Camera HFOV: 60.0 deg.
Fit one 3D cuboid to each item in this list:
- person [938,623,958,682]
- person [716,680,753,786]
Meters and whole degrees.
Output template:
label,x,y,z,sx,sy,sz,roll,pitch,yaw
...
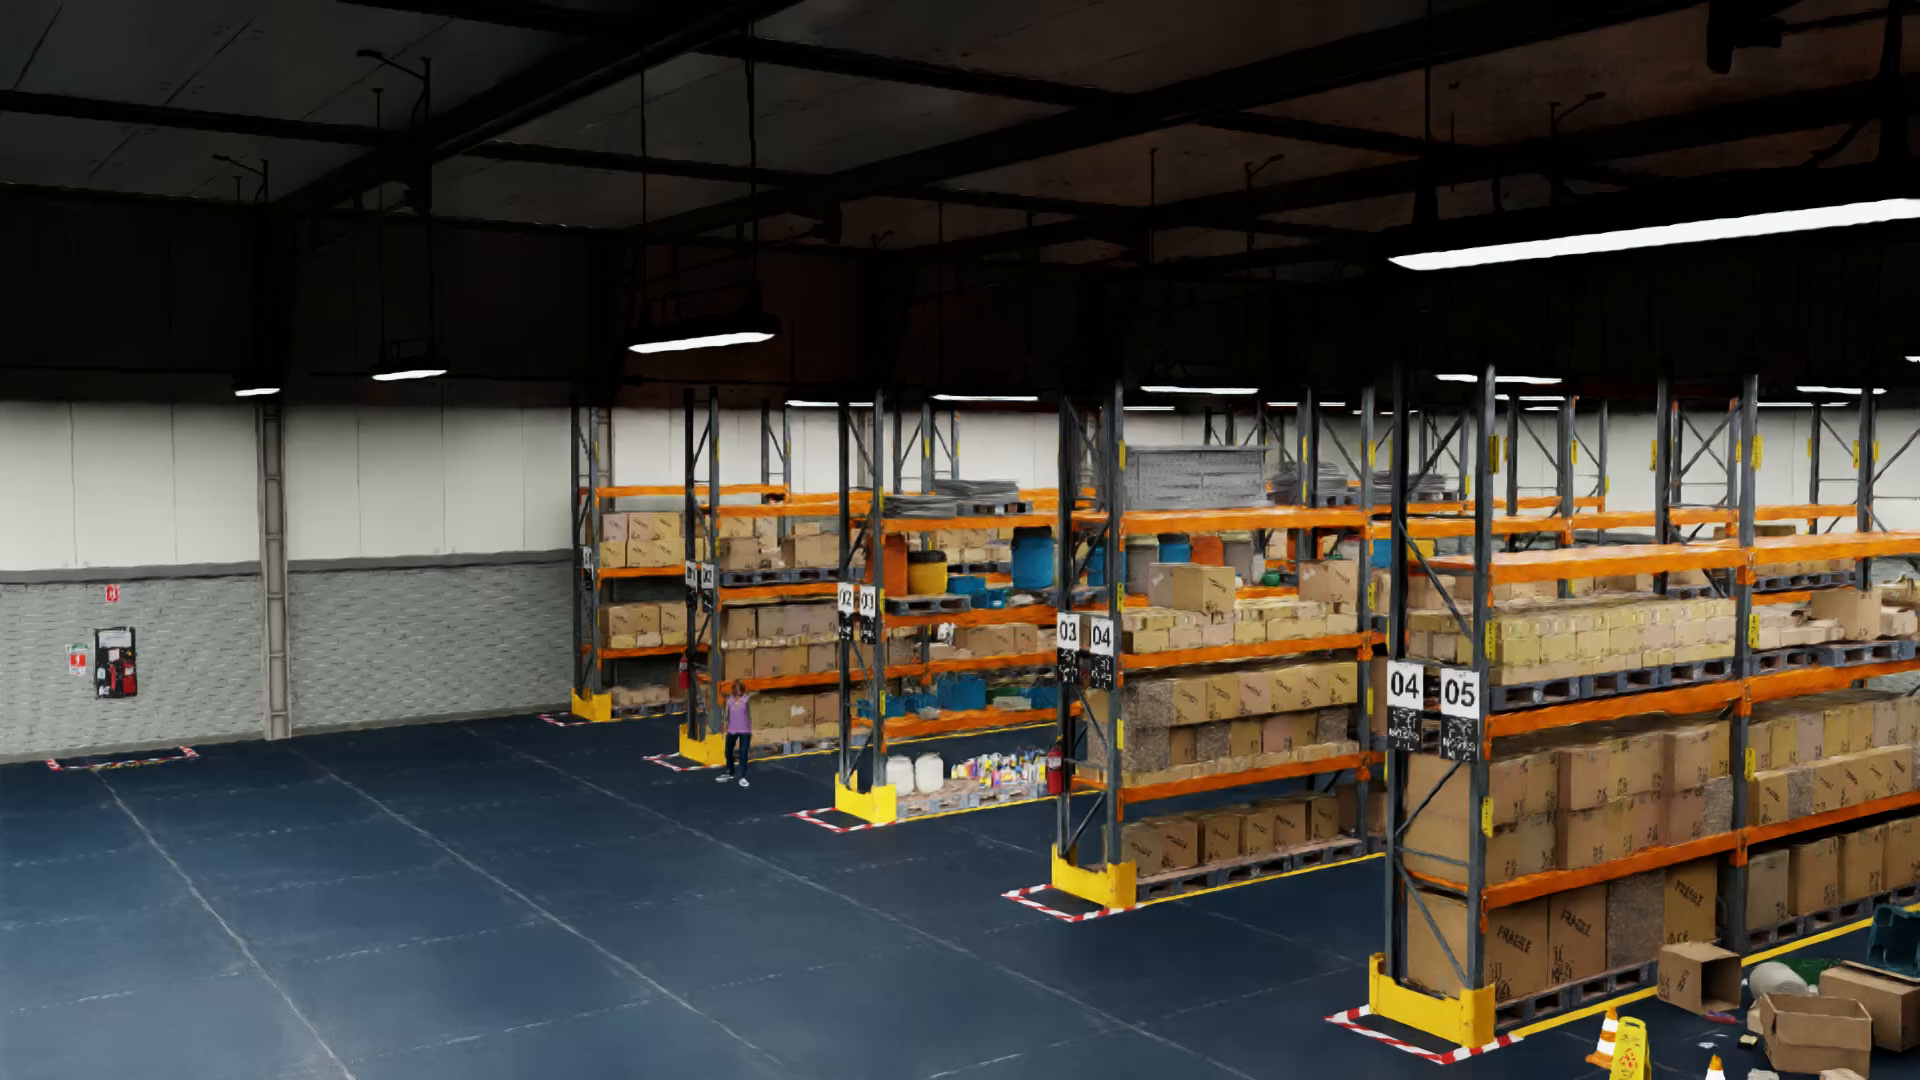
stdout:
label,x,y,z,sx,sy,sz,roll,pitch,yaw
person,-0.197,2.268,33.309,0.492,1.767,0.623,2,4,30
person,-3.411,2.875,24.919,0.593,1.591,0.447,0,3,7
